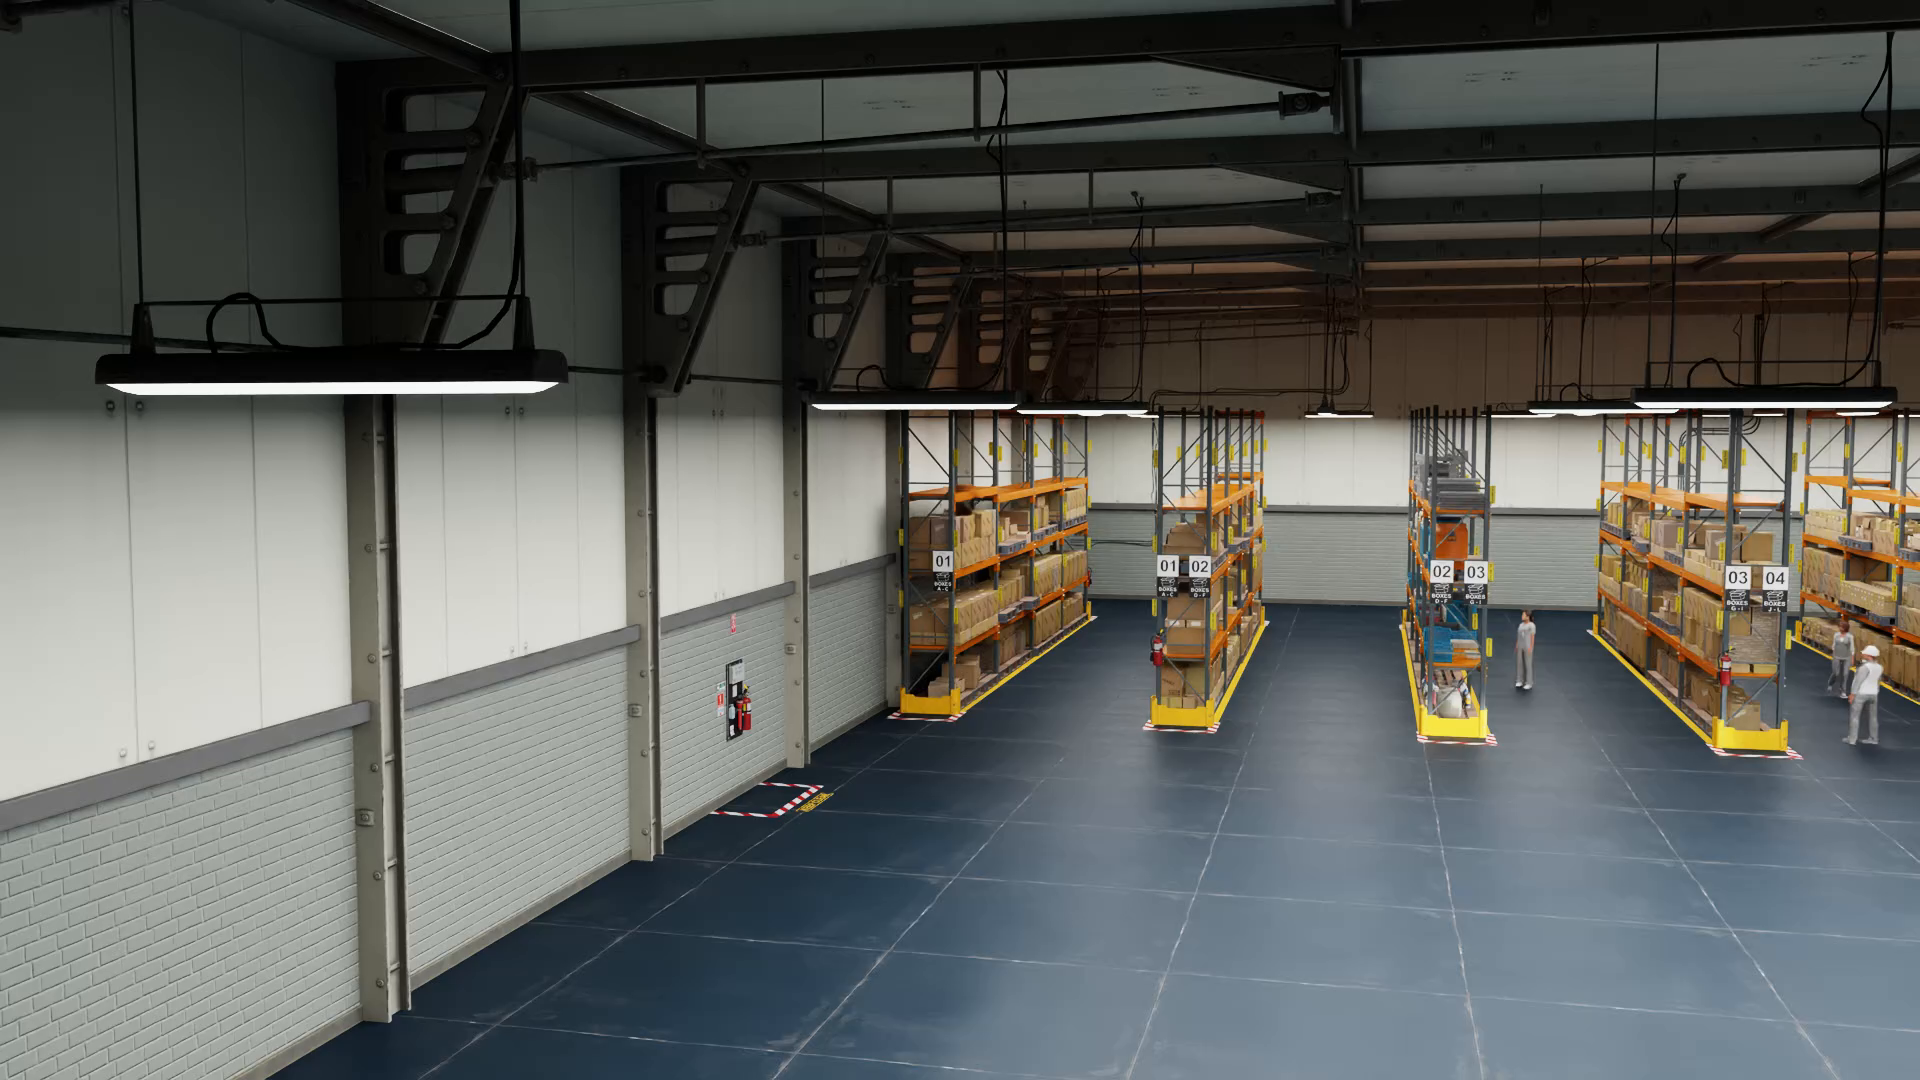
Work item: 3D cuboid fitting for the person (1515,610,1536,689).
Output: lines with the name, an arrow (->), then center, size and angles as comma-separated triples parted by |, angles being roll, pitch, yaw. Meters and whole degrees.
person -> 12.115, 2.344, 35.683 | 0.351, 1.689, 0.480 | -3, 5, -38

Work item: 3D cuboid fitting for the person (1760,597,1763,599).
person -> 19.545, 1.991, 40.200 | 0.513, 1.760, 0.995 | 1, 4, 15

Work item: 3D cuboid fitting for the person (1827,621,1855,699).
person -> 18.179, 2.457, 34.303 | 0.418, 1.593, 0.499 | 1, 4, 8

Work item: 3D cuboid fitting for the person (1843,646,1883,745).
person -> 15.969, 2.736, 29.362 | 0.582, 1.771, 0.509 | 0, 4, -2
